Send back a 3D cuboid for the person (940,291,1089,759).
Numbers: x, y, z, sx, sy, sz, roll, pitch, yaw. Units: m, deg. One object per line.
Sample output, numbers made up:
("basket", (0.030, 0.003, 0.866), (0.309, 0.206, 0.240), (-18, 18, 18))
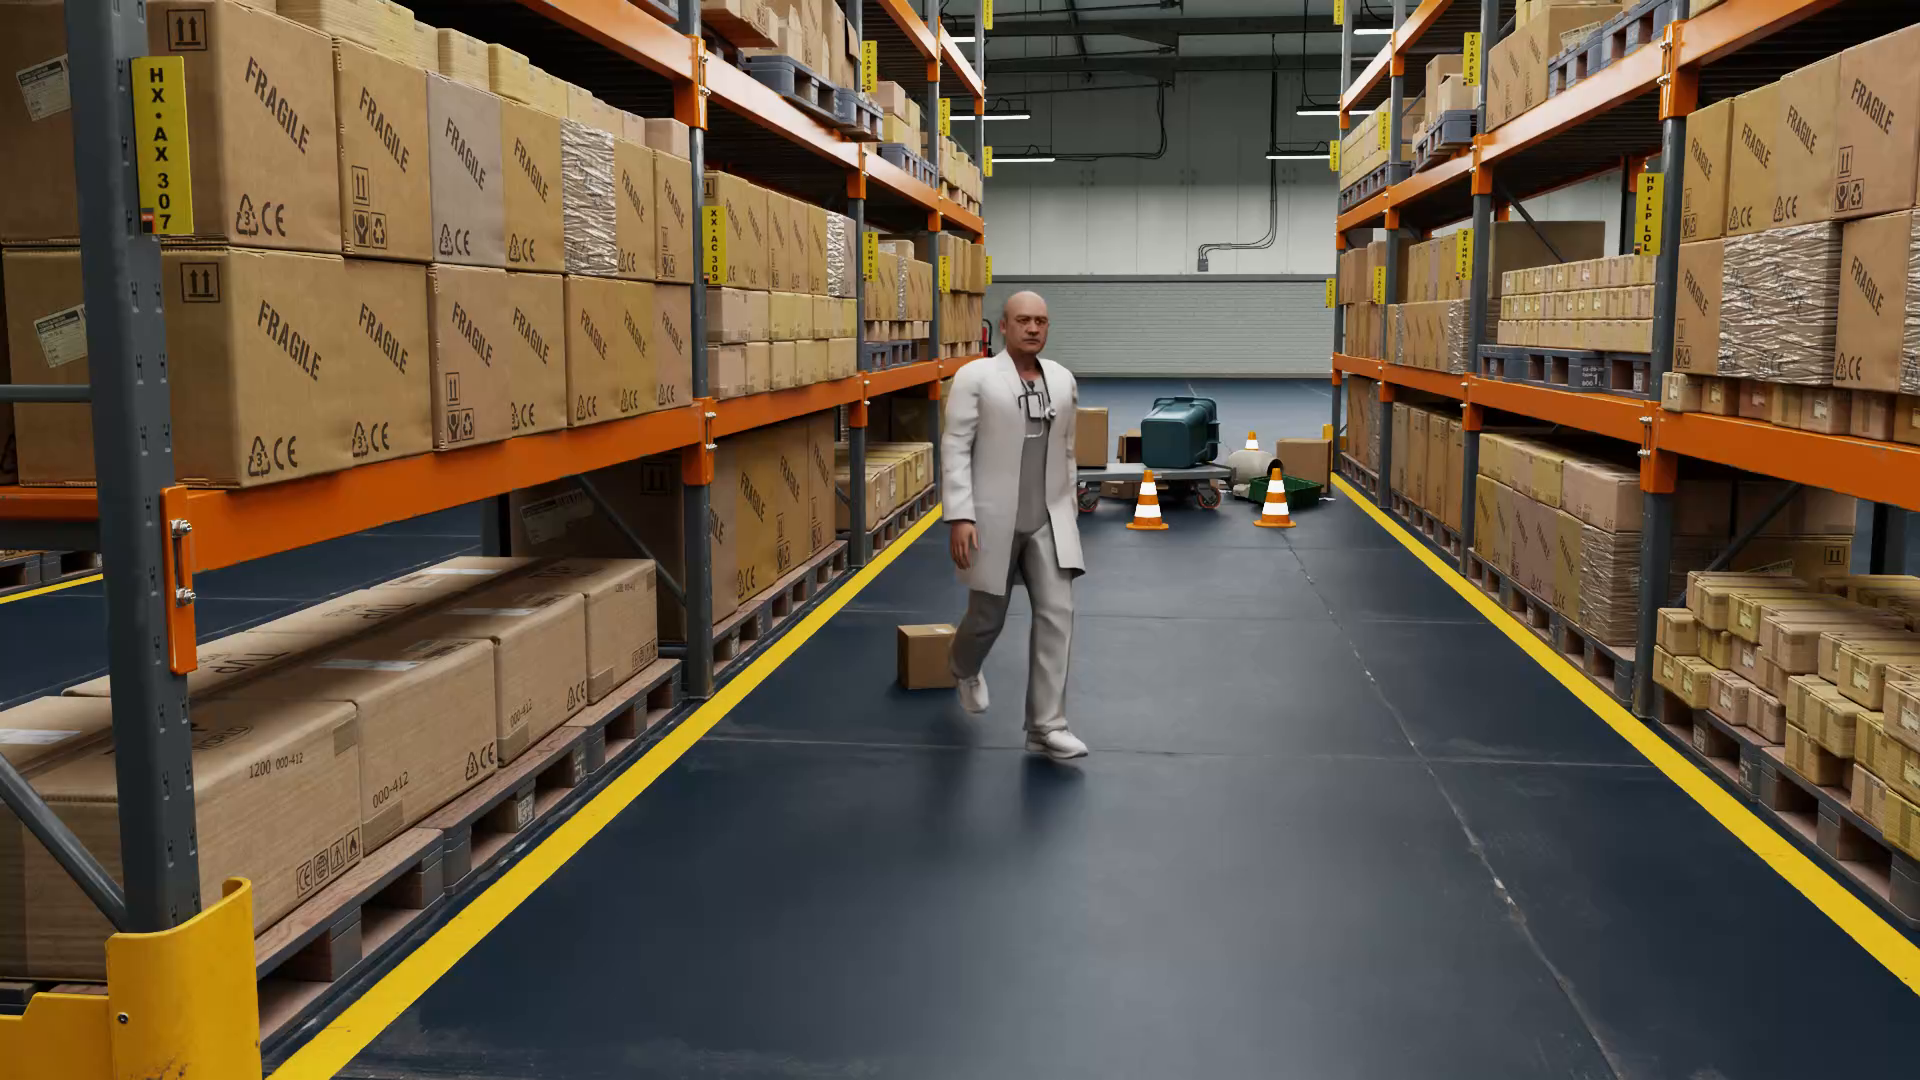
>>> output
("person", (0.189, -0.081, 6.443), (0.604, 1.743, 1.037), (-3, 8, -19))
